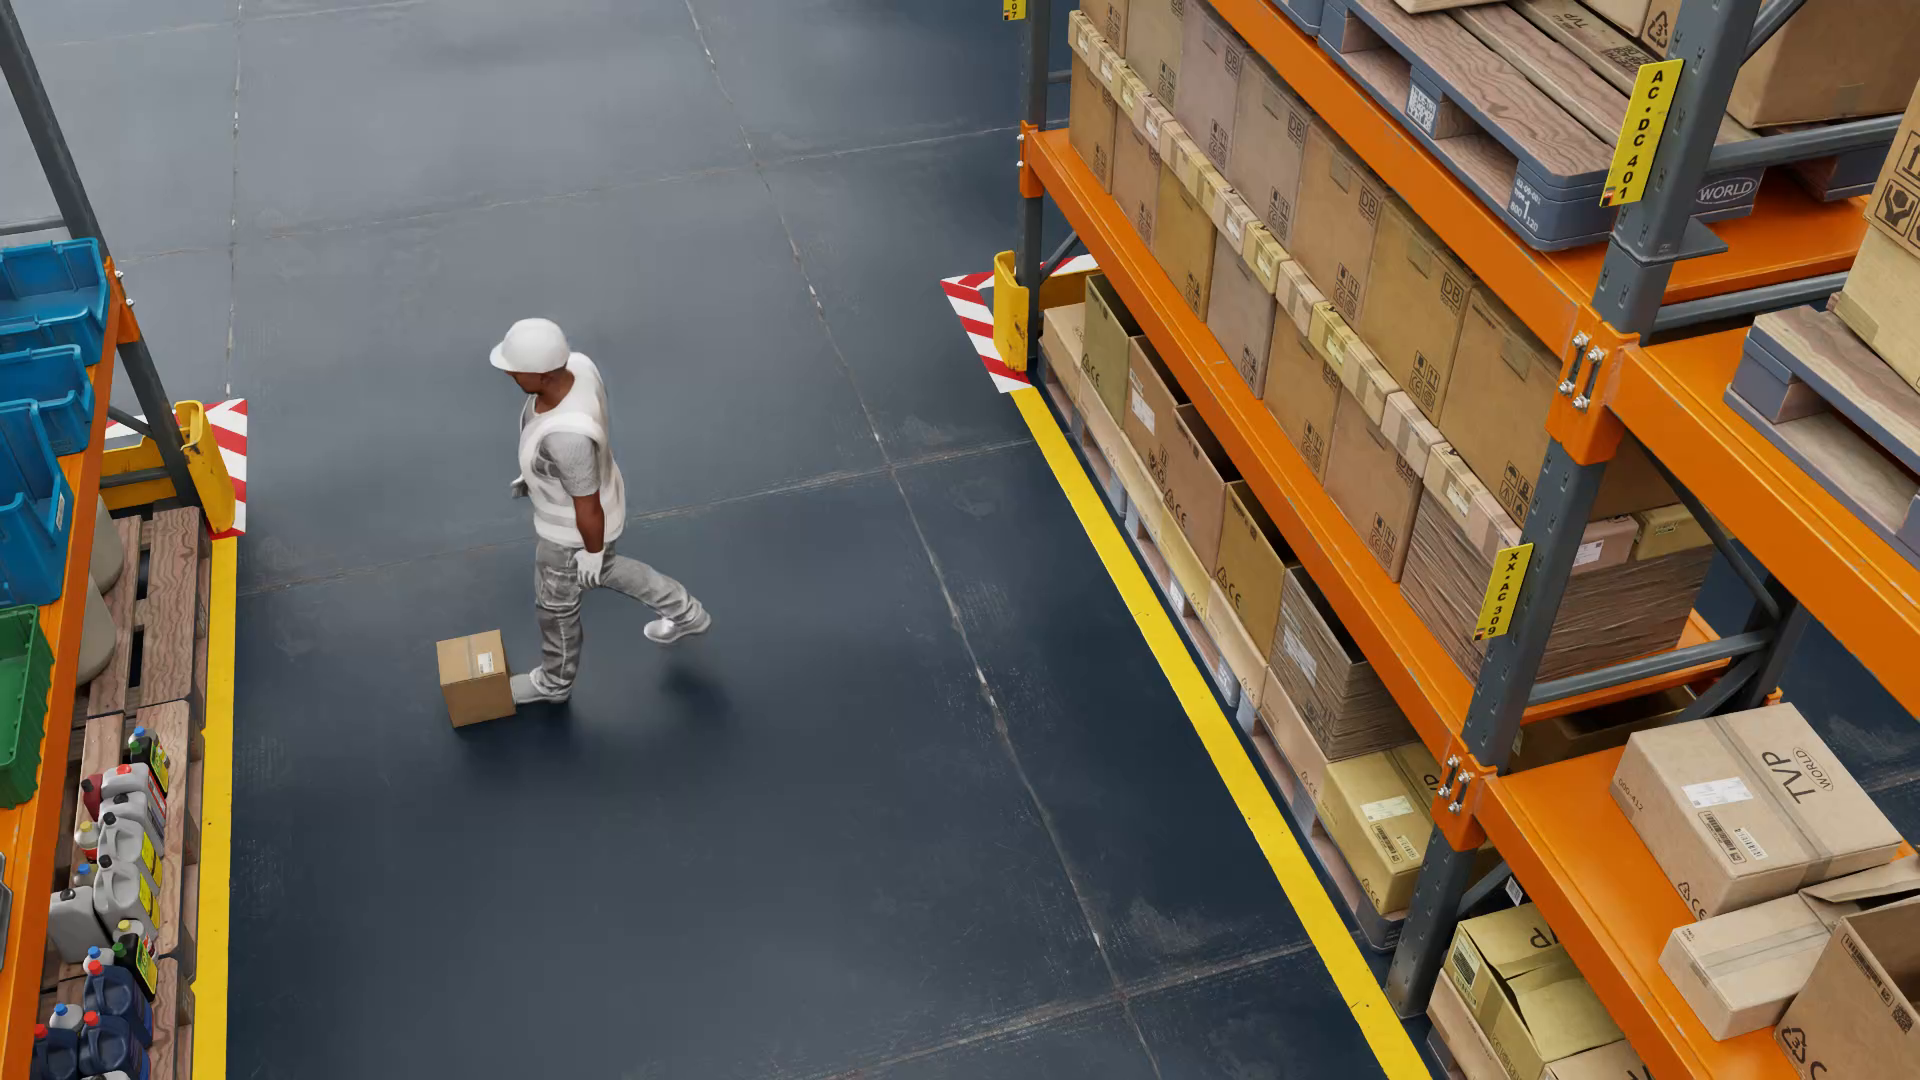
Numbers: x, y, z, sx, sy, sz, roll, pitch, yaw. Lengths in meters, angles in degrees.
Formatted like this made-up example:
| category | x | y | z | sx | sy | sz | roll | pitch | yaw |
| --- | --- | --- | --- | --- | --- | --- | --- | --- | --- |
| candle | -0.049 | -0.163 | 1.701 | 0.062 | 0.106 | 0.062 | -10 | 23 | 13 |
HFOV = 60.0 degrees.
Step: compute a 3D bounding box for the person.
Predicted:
| category | x | y | z | sx | sy | sz | roll | pitch | yaw |
| --- | --- | --- | --- | --- | --- | --- | --- | --- | --- |
| person | -1.449 | -0.102 | 6.257 | 0.887 | 1.773 | 0.554 | -3 | 42 | -3 |
